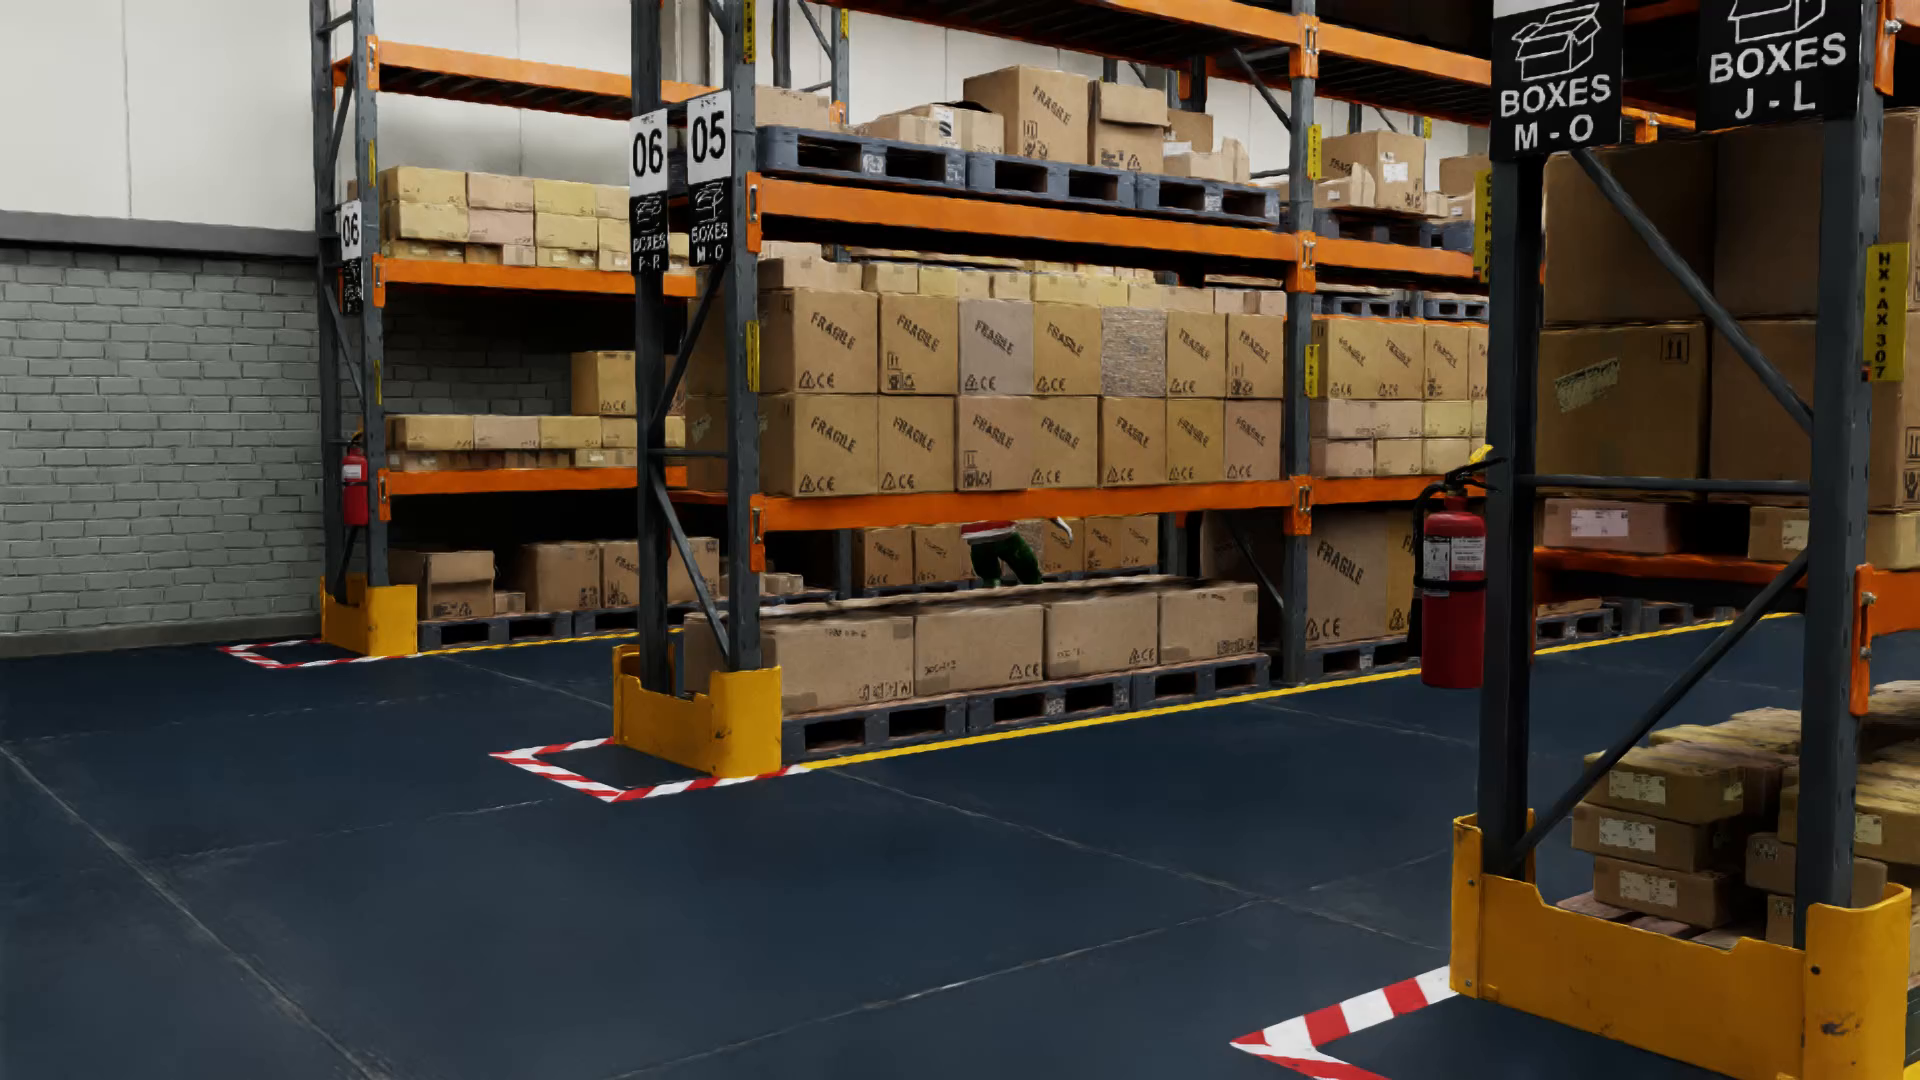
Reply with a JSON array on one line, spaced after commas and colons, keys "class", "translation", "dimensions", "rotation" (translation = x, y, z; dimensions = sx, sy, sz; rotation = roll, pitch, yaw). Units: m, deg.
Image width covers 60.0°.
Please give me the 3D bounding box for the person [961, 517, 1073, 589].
[{"class": "person", "translation": [0.341, -0.048, 12.231], "dimensions": [0.923, 1.679, 0.496], "rotation": [2, 5, 27]}]
